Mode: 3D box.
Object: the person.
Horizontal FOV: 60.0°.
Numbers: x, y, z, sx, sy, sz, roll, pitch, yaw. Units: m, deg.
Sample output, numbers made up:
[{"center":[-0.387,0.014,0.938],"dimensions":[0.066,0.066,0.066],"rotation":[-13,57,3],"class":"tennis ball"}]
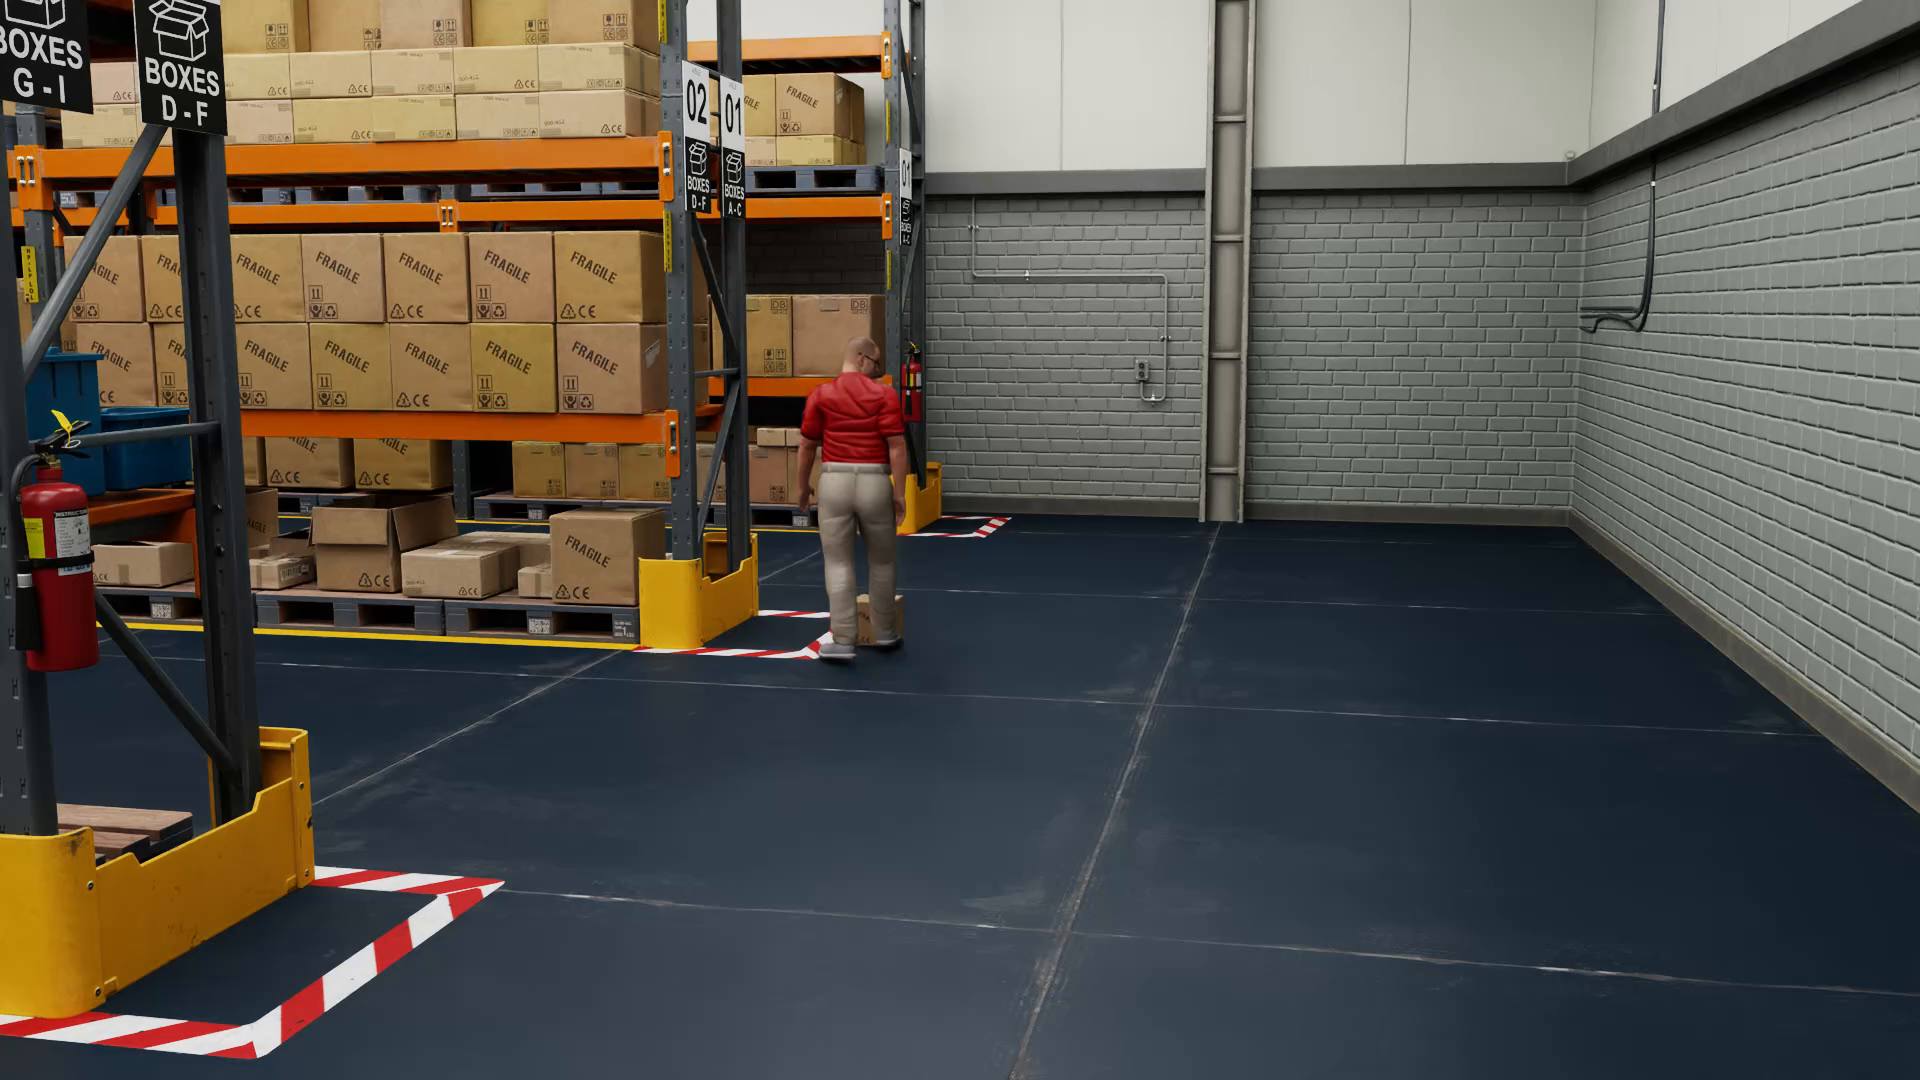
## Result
[{"center":[-0.581,-0.265,8.891],"dimensions":[0.594,1.646,0.533],"rotation":[0,8,-3],"class":"person"}]
